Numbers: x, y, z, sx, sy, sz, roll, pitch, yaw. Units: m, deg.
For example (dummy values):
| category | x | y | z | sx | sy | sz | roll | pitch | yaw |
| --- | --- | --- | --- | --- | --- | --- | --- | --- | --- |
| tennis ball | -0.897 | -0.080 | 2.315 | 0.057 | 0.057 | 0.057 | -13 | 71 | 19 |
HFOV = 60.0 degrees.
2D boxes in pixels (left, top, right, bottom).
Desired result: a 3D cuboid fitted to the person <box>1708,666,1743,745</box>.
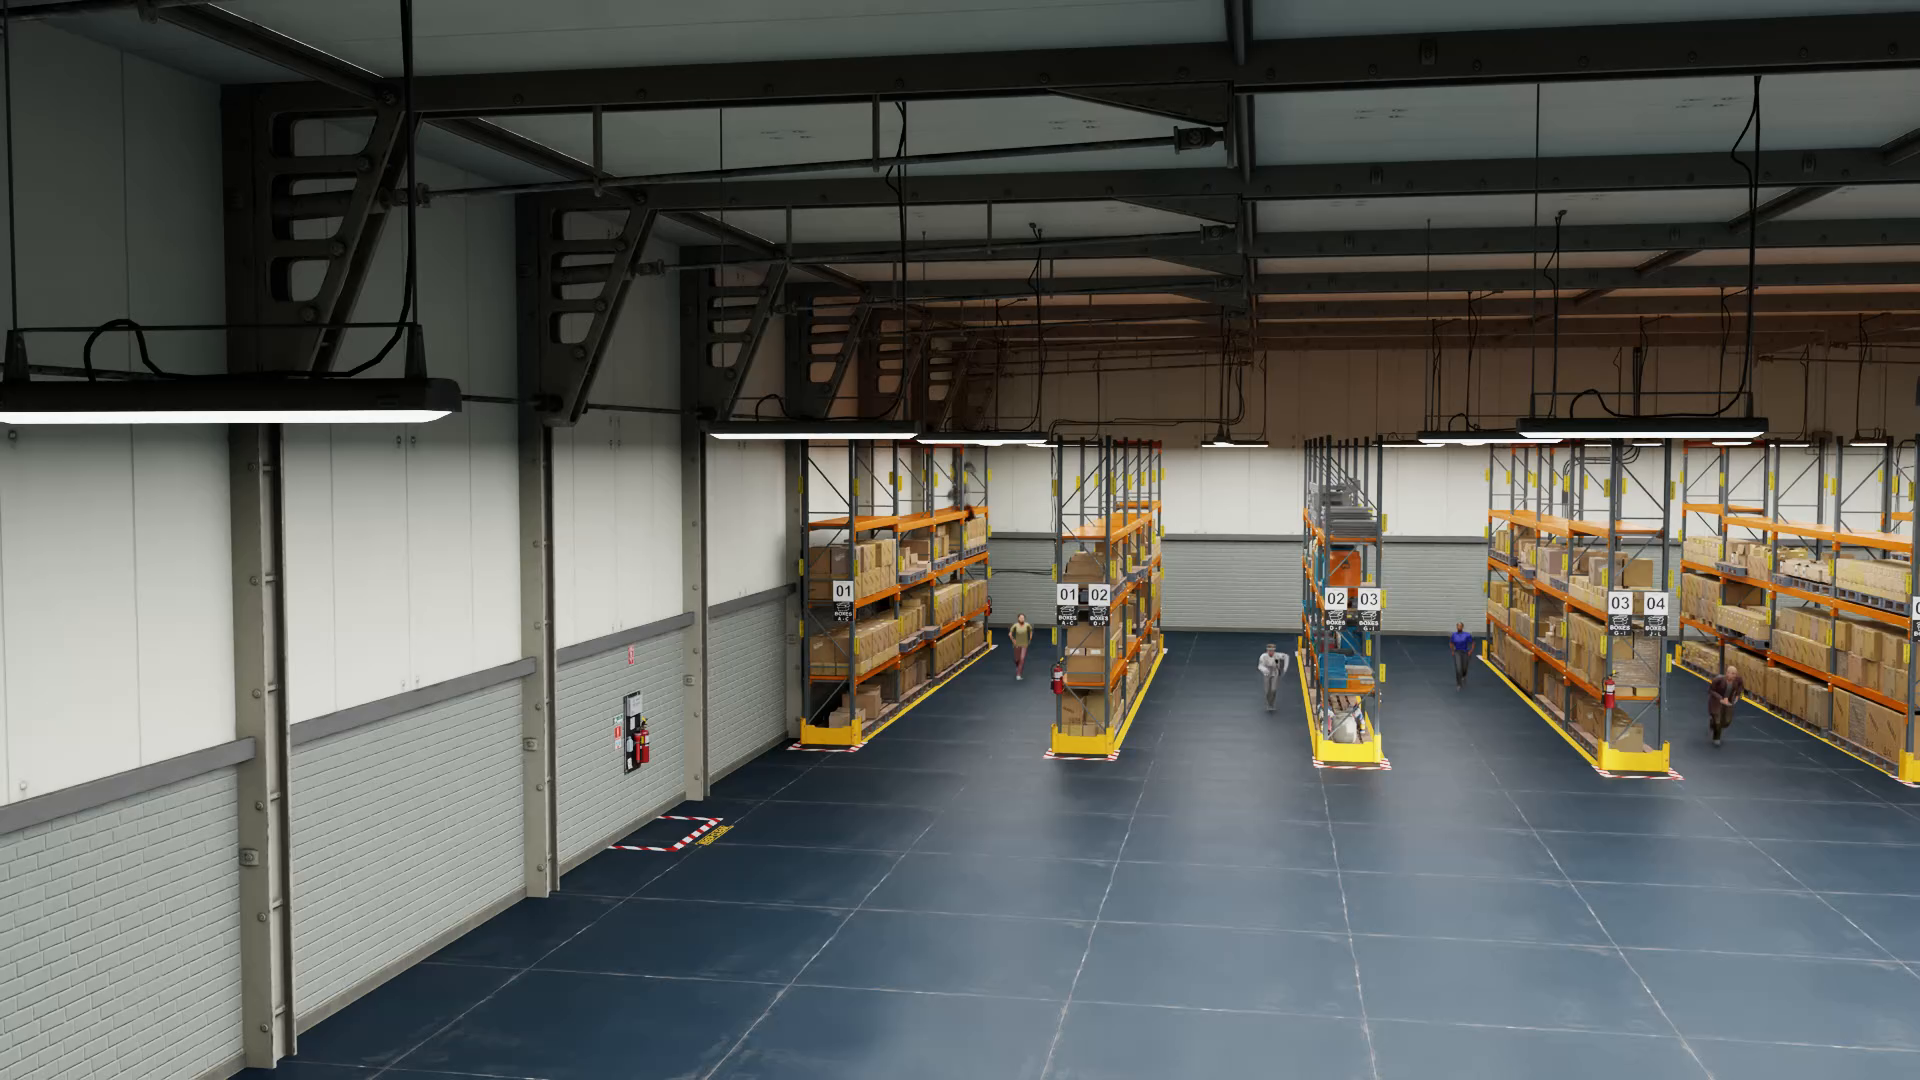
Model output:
| category | x | y | z | sx | sy | sz | roll | pitch | yaw |
| --- | --- | --- | --- | --- | --- | --- | --- | --- | --- |
| person | 14.809 | 3.196 | 32.204 | 0.734 | 1.591 | 0.872 | 0 | 3 | -3 |

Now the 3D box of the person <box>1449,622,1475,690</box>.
| category | x | y | z | sx | sy | sz | roll | pitch | yaw |
| --- | --- | --- | --- | --- | --- | --- | --- | --- | --- |
| person | 12.029 | 2.775 | 39.865 | 0.587 | 1.629 | 0.626 | 1 | 3 | 24 |

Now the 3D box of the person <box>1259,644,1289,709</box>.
| category | x | y | z | sx | sy | sz | roll | pitch | yaw |
| --- | --- | --- | --- | --- | --- | --- | --- | --- | --- |
| person | 6.860 | 3.003 | 36.366 | 0.643 | 1.502 | 0.841 | 1 | 3 | 13 |

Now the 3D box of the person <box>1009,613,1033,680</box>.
| category | x | y | z | sx | sy | sz | roll | pitch | yaw |
| --- | --- | --- | --- | --- | --- | --- | --- | --- | --- |
| person | 1.537 | 2.655 | 41.787 | 0.604 | 1.649 | 0.780 | 0 | 3 | -2 |
